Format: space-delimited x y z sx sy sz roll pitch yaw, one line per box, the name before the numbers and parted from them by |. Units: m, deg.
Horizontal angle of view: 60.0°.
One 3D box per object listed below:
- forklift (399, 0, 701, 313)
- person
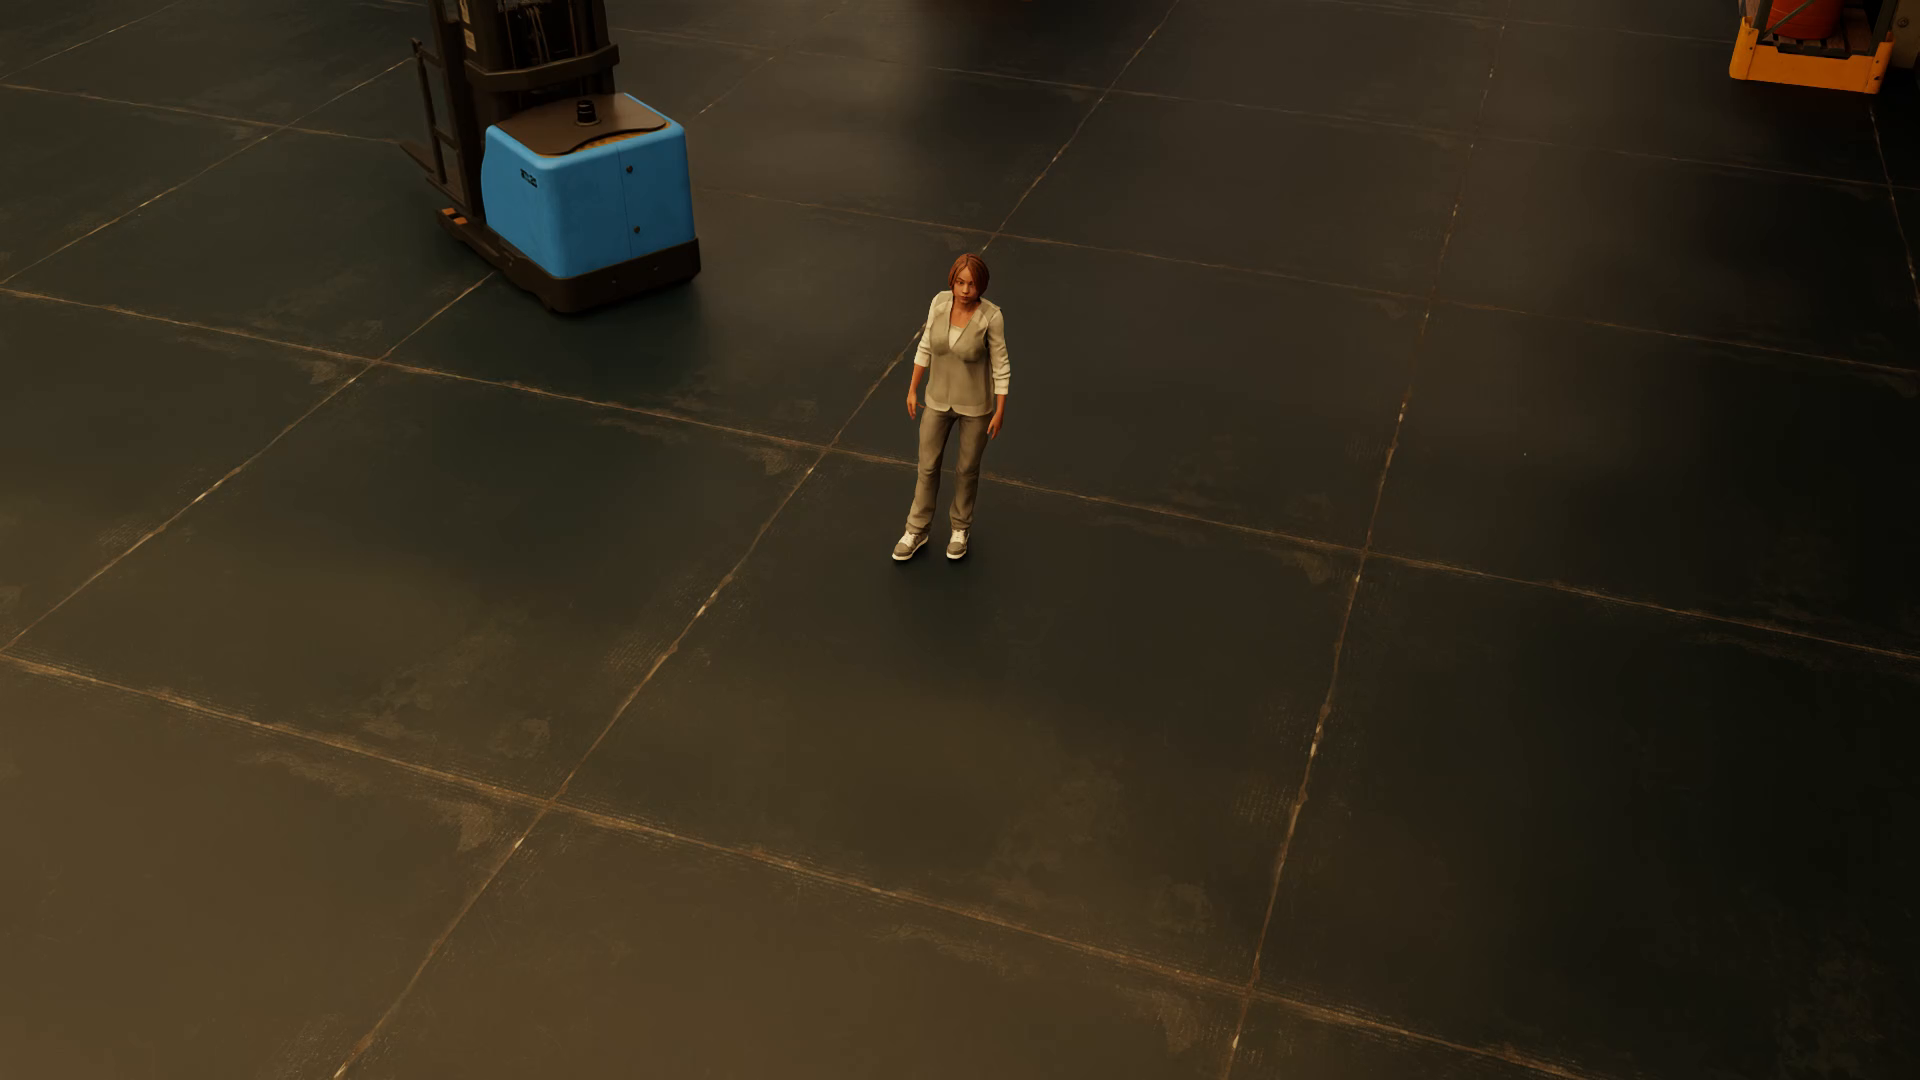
forklift | -3.021 -3.428 10.946 1.130 2.935 3.031 -24 42 -30
person | -0.038 -0.620 8.126 0.520 1.597 0.475 12 37 16
